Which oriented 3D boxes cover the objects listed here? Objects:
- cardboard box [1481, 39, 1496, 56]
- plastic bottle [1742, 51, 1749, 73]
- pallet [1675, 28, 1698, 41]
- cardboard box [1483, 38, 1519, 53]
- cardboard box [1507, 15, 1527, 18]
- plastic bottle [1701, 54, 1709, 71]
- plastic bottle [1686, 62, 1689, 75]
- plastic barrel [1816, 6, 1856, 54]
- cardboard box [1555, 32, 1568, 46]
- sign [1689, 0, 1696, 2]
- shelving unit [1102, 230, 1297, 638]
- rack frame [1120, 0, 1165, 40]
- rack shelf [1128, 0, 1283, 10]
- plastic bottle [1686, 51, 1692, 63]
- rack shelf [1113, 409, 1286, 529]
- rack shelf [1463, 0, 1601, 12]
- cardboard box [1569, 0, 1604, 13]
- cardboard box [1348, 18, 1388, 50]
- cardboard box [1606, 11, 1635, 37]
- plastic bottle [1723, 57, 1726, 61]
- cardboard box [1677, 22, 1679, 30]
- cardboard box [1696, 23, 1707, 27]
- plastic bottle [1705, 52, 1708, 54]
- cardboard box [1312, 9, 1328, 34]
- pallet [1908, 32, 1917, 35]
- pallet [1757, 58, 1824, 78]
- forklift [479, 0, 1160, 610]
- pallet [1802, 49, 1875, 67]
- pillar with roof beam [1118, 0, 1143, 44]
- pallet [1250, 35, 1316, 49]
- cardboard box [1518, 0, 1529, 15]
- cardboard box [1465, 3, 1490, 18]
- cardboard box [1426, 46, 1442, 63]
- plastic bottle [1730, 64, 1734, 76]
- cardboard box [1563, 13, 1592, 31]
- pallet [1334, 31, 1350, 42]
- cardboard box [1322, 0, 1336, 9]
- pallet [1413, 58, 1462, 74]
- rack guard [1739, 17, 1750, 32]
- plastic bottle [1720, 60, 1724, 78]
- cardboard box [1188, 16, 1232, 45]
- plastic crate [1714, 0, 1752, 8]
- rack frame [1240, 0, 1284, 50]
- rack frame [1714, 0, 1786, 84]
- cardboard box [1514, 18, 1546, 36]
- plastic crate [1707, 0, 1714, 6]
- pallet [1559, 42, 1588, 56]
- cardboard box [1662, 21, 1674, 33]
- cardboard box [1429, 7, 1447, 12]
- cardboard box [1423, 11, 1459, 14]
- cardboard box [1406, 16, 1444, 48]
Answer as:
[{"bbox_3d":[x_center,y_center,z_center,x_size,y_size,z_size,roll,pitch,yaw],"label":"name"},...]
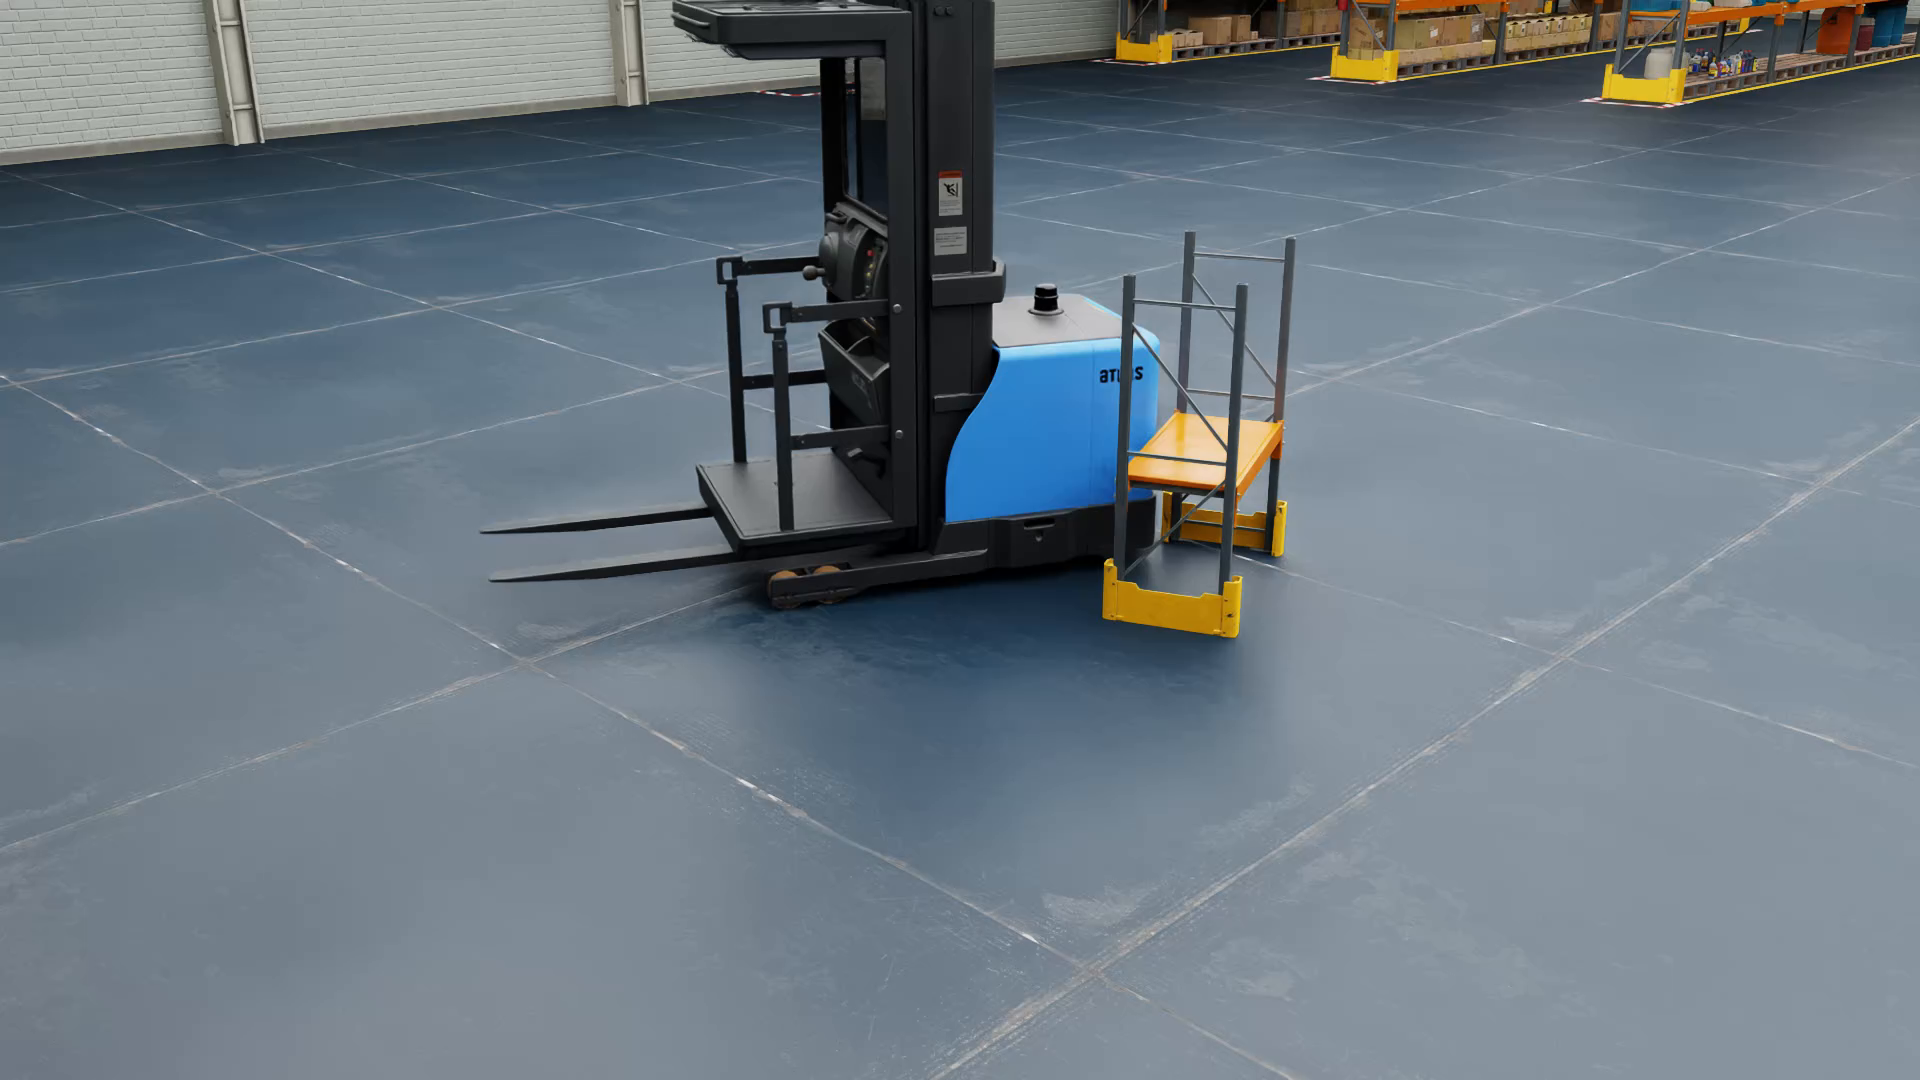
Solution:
[{"bbox_3d":[9.693,-9.250,31.206,0.500,0.250,0.500,19,28,41],"label":"cardboard box"},{"bbox_3d":[13.029,-7.952,27.662,0.144,0.351,0.185,18,27,38],"label":"plastic bottle"},{"bbox_3d":[15.920,-11.442,37.549,1.003,0.211,1.213,19,28,41],"label":"pallet"},{"bbox_3d":[10.319,-9.465,31.767,0.500,0.250,0.500,18,28,39],"label":"cardboard box"},{"bbox_3d":[10.998,-10.252,33.033,0.500,0.311,0.500,19,28,40],"label":"cardboard box"},{"bbox_3d":[12.531,-8.031,27.978,0.097,0.271,0.097,0,21,0],"label":"plastic bottle"},{"bbox_3d":[11.977,-7.790,27.449,0.097,0.201,0.097,0,21,0],"label":"plastic bottle"},{"bbox_3d":[16.526,-9.612,31.340,0.600,0.830,0.708,19,28,41],"label":"plastic barrel"},{"bbox_3d":[11.748,-9.994,33.141,0.500,0.250,0.500,-19,28,-41],"label":"cardboard box"},{"bbox_3d":[11.007,-8.232,24.926,0.100,0.325,0.005,19,28,41],"label":"sign"},{"bbox_3d":[1.079,-0.504,7.295,0.587,1.500,1.083,8,22,20],"label":"shelving unit"},{"bbox_3d":[3.517,-10.722,31.788,1.000,3.000,0.127,19,28,41],"label":"rack frame"},{"bbox_3d":[4.913,-10.900,33.255,1.077,0.370,4.000,19,28,41],"label":"rack shelf"},{"bbox_3d":[12.117,-7.978,27.728,0.144,0.351,0.185,19,28,40],"label":"plastic bottle"},{"bbox_3d":[1.075,-0.333,7.352,0.538,0.185,1.000,8,22,20],"label":"rack shelf"},{"bbox_3d":[11.255,-10.689,32.707,1.077,0.370,4.000,19,28,41],"label":"rack shelf"},{"bbox_3d":[13.171,-11.242,34.969,0.500,0.250,0.500,-19,28,-40],"label":"cardboard box"},{"bbox_3d":[7.230,-8.958,29.401,0.500,0.500,0.500,19,28,41],"label":"cardboard box"},{"bbox_3d":[13.887,-10.887,35.089,0.500,0.500,0.500,19,28,40],"label":"cardboard box"},{"bbox_3d":[12.611,-7.823,27.421,0.061,0.283,0.133,19,28,41],"label":"plastic bottle"},{"bbox_3d":[15.888,-11.571,37.134,0.500,0.311,0.500,19,28,41],"label":"cardboard box"},{"bbox_3d":[16.748,-12.092,38.219,0.797,0.503,0.637,19,28,41],"label":"cardboard box"},{"bbox_3d":[12.664,-8.142,28.260,0.135,0.276,0.152,-19,28,-40],"label":"plastic bottle"},{"bbox_3d":[7.519,-11.248,36.029,0.700,0.500,0.500,20,28,41],"label":"cardboard box"},{"bbox_3d":[21.174,-10.851,36.012,1.003,0.211,1.213,19,28,41],"label":"pallet"},{"bbox_3d":[14.777,-8.495,29.883,1.003,0.211,1.213,19,28,41],"label":"pallet"},{"bbox_3d":[-0.657,-1.276,7.308,3.031,2.935,1.130,-7,22,-17],"label":"forklift"},{"bbox_3d":[16.717,-9.210,31.742,1.003,0.211,1.213,19,28,41],"label":"pallet"},{"bbox_3d":[6.470,-12.841,28.940,9.100,9.000,0.400,19,28,41],"label":"pillar with roof beam"},{"bbox_3d":[6.850,-10.649,35.485,1.003,0.211,1.213,19,28,41],"label":"pallet"},{"bbox_3d":[13.914,-13.530,41.994,0.700,0.500,0.500,19,28,40],"label":"cardboard box"},{"bbox_3d":[12.484,-13.002,40.620,0.700,0.500,0.500,20,29,41],"label":"cardboard box"},{"bbox_3d":[8.298,-8.735,29.868,0.500,0.250,0.500,19,28,41],"label":"cardboard box"},{"bbox_3d":[12.625,-7.721,27.270,0.097,0.201,0.097,0,21,0],"label":"plastic bottle"},{"bbox_3d":[12.461,-10.517,33.722,0.500,0.311,0.500,-19,28,-41],"label":"cardboard box"},{"bbox_3d":[8.552,-11.276,37.117,1.003,0.211,1.213,19,28,41],"label":"pallet"},{"bbox_3d":[7.836,-11.704,36.170,0.500,0.250,0.500,19,28,40],"label":"cardboard box"},{"bbox_3d":[8.424,-8.700,30.416,1.003,0.211,1.213,19,28,41],"label":"pallet"},{"bbox_3d":[18.178,-12.409,39.663,1.175,0.500,0.348,19,28,41],"label":"rack guard"},{"bbox_3d":[12.343,-7.650,26.987,0.097,0.271,0.097,0,21,0],"label":"plastic bottle"},{"bbox_3d":[5.010,-10.238,33.401,0.700,0.500,0.500,17,27,37],"label":"cardboard box"},{"bbox_3d":[12.455,-8.666,26.809,0.530,0.136,0.437,19,28,41],"label":"plastic crate"},{"bbox_3d":[6.308,-11.750,34.463,1.000,3.000,0.127,19,28,41],"label":"rack frame"},{"bbox_3d":[13.406,-9.270,28.012,1.000,3.000,0.127,19,28,41],"label":"rack frame"},{"bbox_3d":[11.040,-9.990,32.350,0.500,0.311,0.500,18,27,39],"label":"cardboard box"},{"bbox_3d":[12.257,-8.893,27.326,0.450,0.188,0.662,19,28,41],"label":"plastic crate"},{"bbox_3d":[12.048,-10.036,33.890,1.003,0.211,1.213,19,28,41],"label":"pallet"},{"bbox_3d":[15.302,-11.407,36.443,0.500,0.500,0.500,19,28,40],"label":"cardboard box"},{"bbox_3d":[10.910,-12.570,39.008,0.750,0.750,0.750,-19,28,-40],"label":"cardboard box"},{"bbox_3d":[8.969,-9.602,31.078,0.500,0.500,0.500,19,28,41],"label":"cardboard box"},{"bbox_3d":[8.290,-9.088,29.741,0.500,0.500,0.500,19,28,41],"label":"cardboard box"}]
